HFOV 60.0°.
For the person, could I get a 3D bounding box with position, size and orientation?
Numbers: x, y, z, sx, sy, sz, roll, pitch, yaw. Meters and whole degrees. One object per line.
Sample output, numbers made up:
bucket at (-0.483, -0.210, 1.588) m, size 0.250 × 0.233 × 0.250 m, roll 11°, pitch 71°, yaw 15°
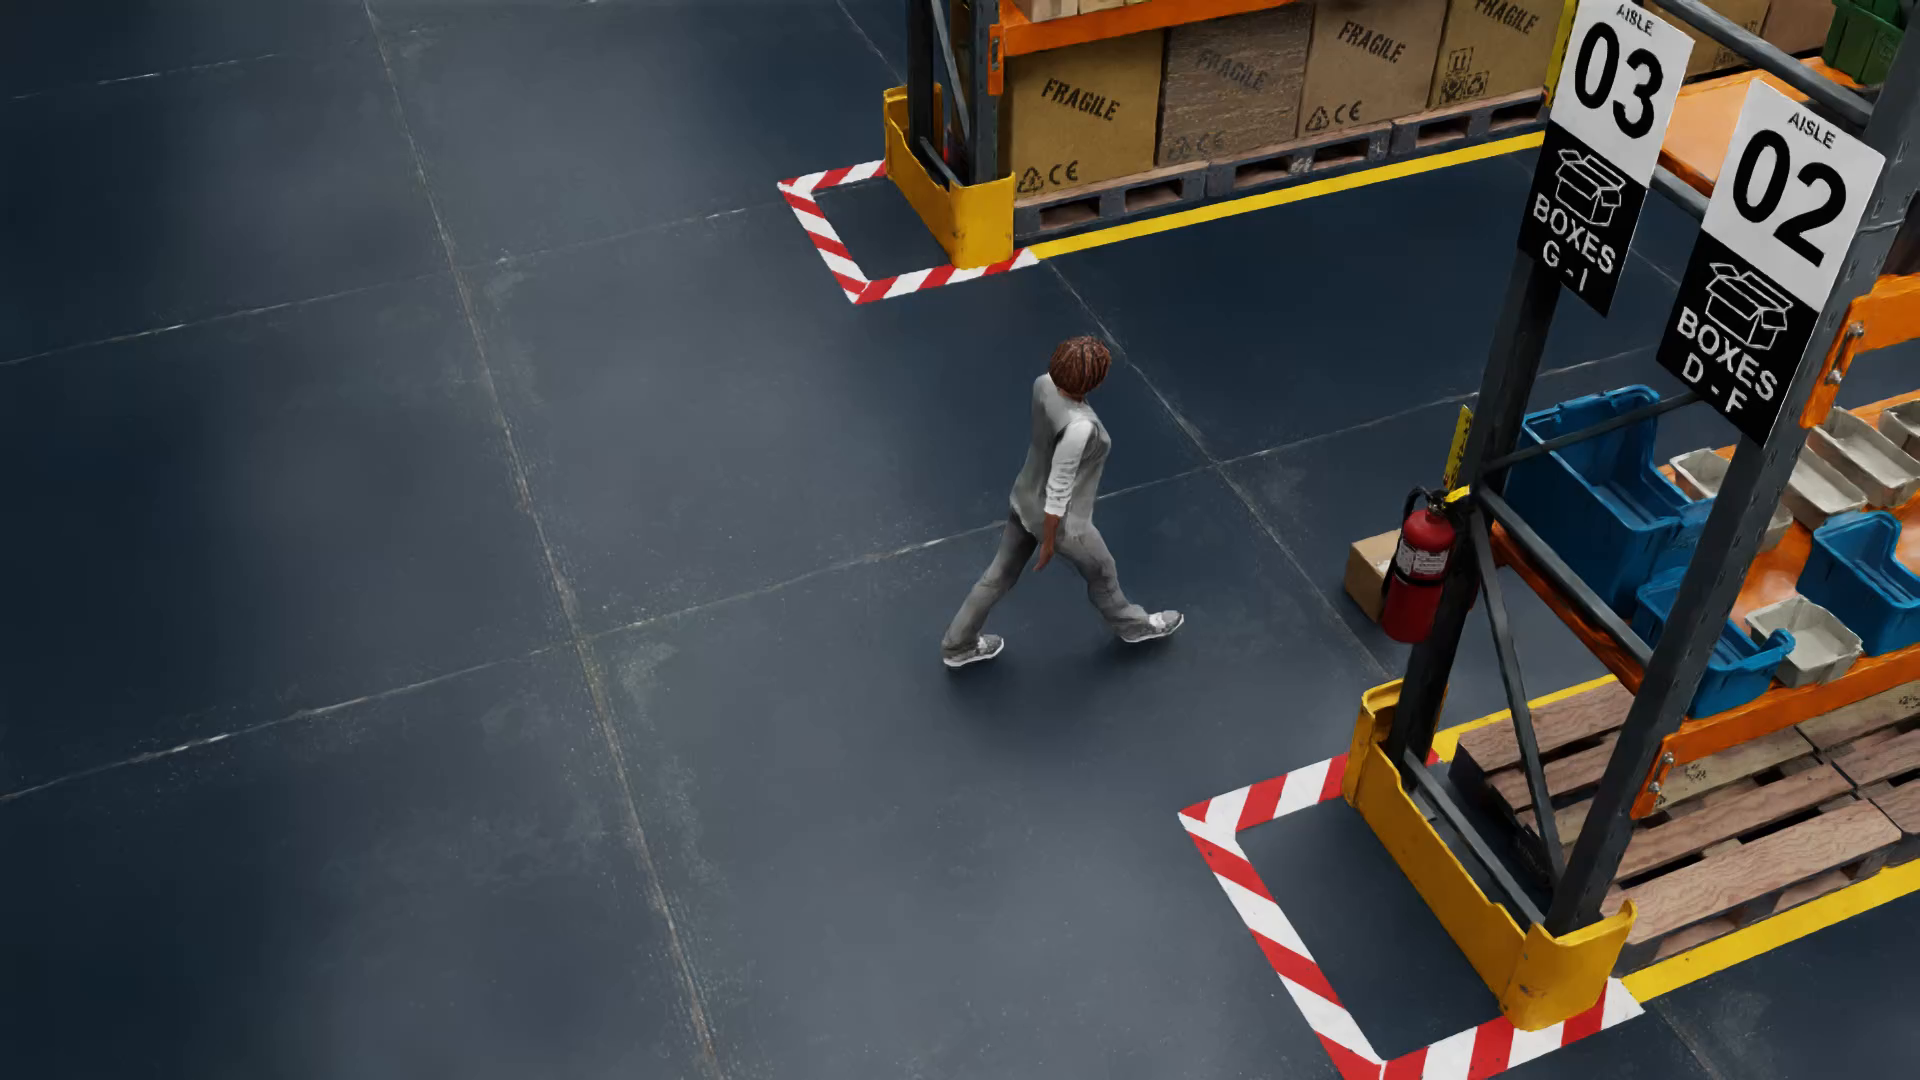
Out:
person at (0.397, -0.145, 6.346) m, size 1.009 × 1.502 × 0.428 m, roll -15°, pitch 44°, yaw -16°
